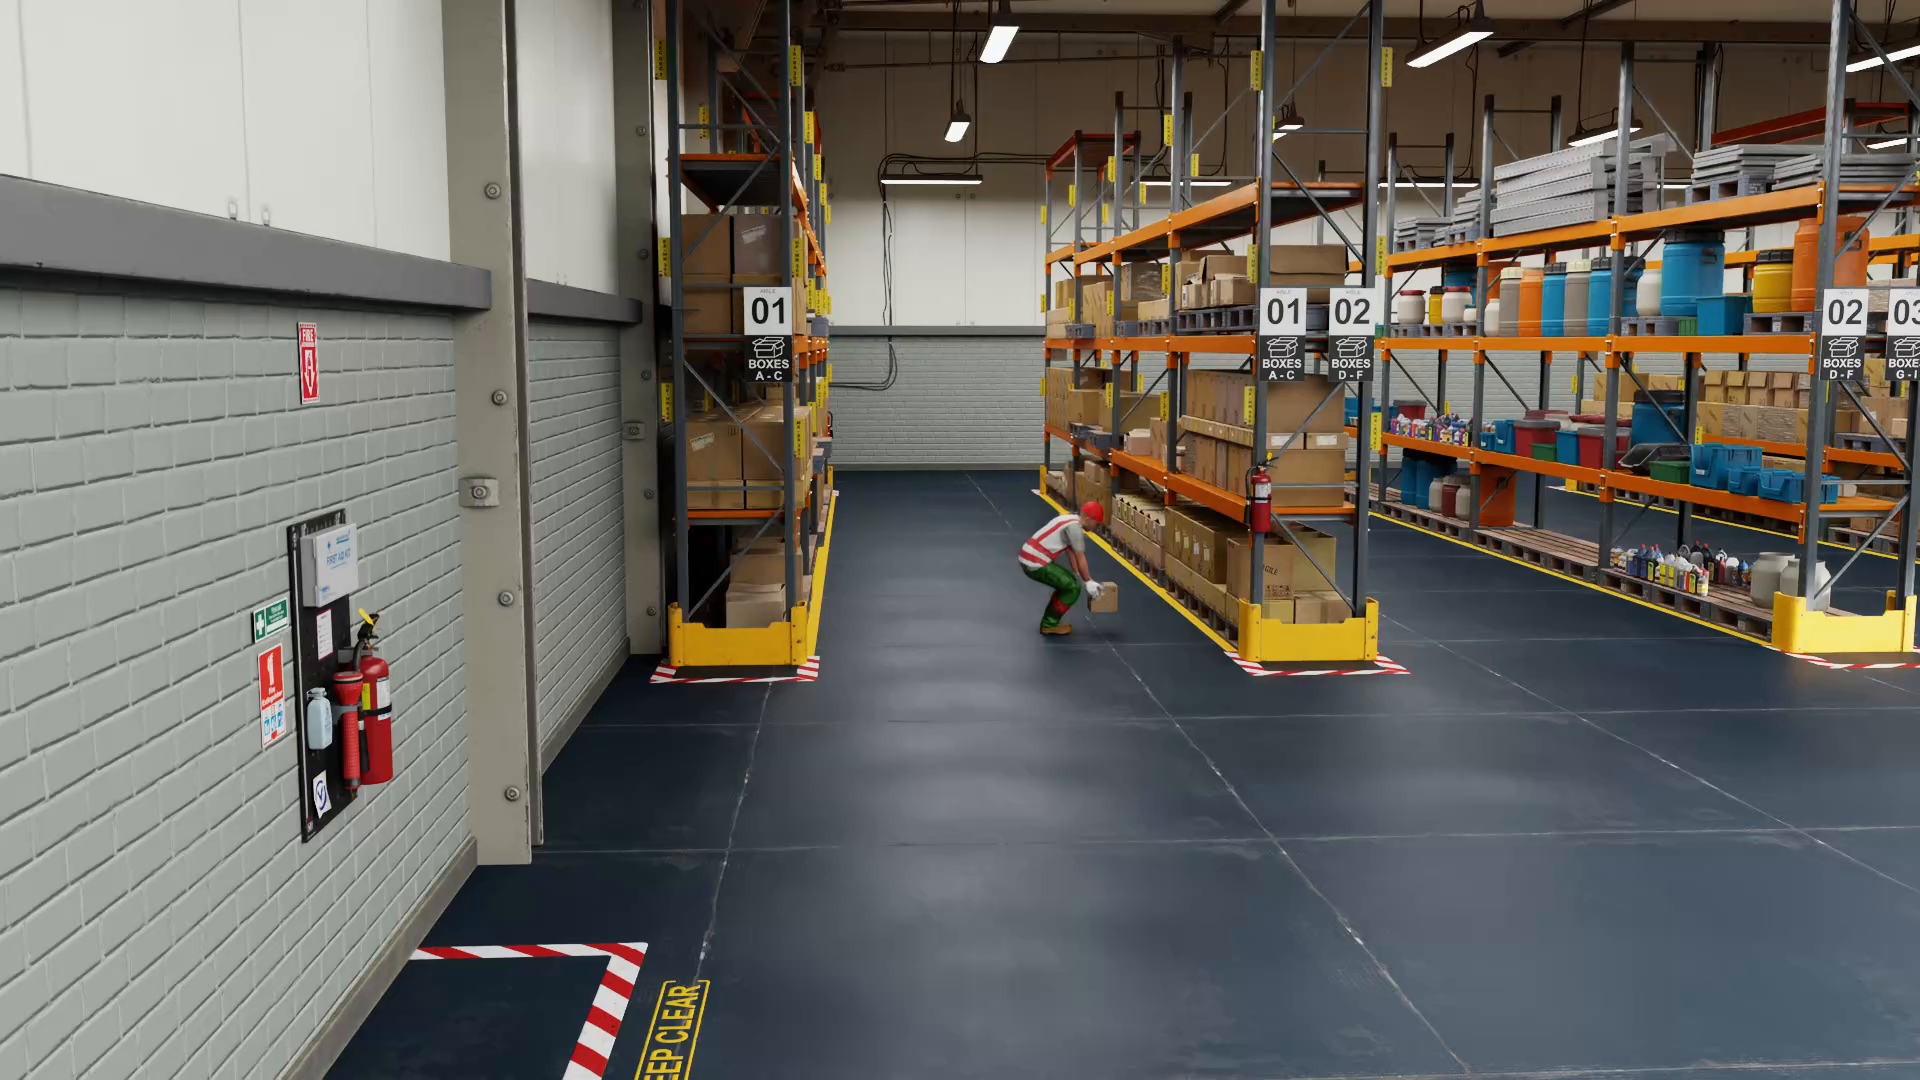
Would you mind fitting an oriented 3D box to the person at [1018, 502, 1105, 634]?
[{"bbox_3d":[0.968,0.254,15.841,0.833,1.239,0.585,0,7,-4],"label":"person"}]
